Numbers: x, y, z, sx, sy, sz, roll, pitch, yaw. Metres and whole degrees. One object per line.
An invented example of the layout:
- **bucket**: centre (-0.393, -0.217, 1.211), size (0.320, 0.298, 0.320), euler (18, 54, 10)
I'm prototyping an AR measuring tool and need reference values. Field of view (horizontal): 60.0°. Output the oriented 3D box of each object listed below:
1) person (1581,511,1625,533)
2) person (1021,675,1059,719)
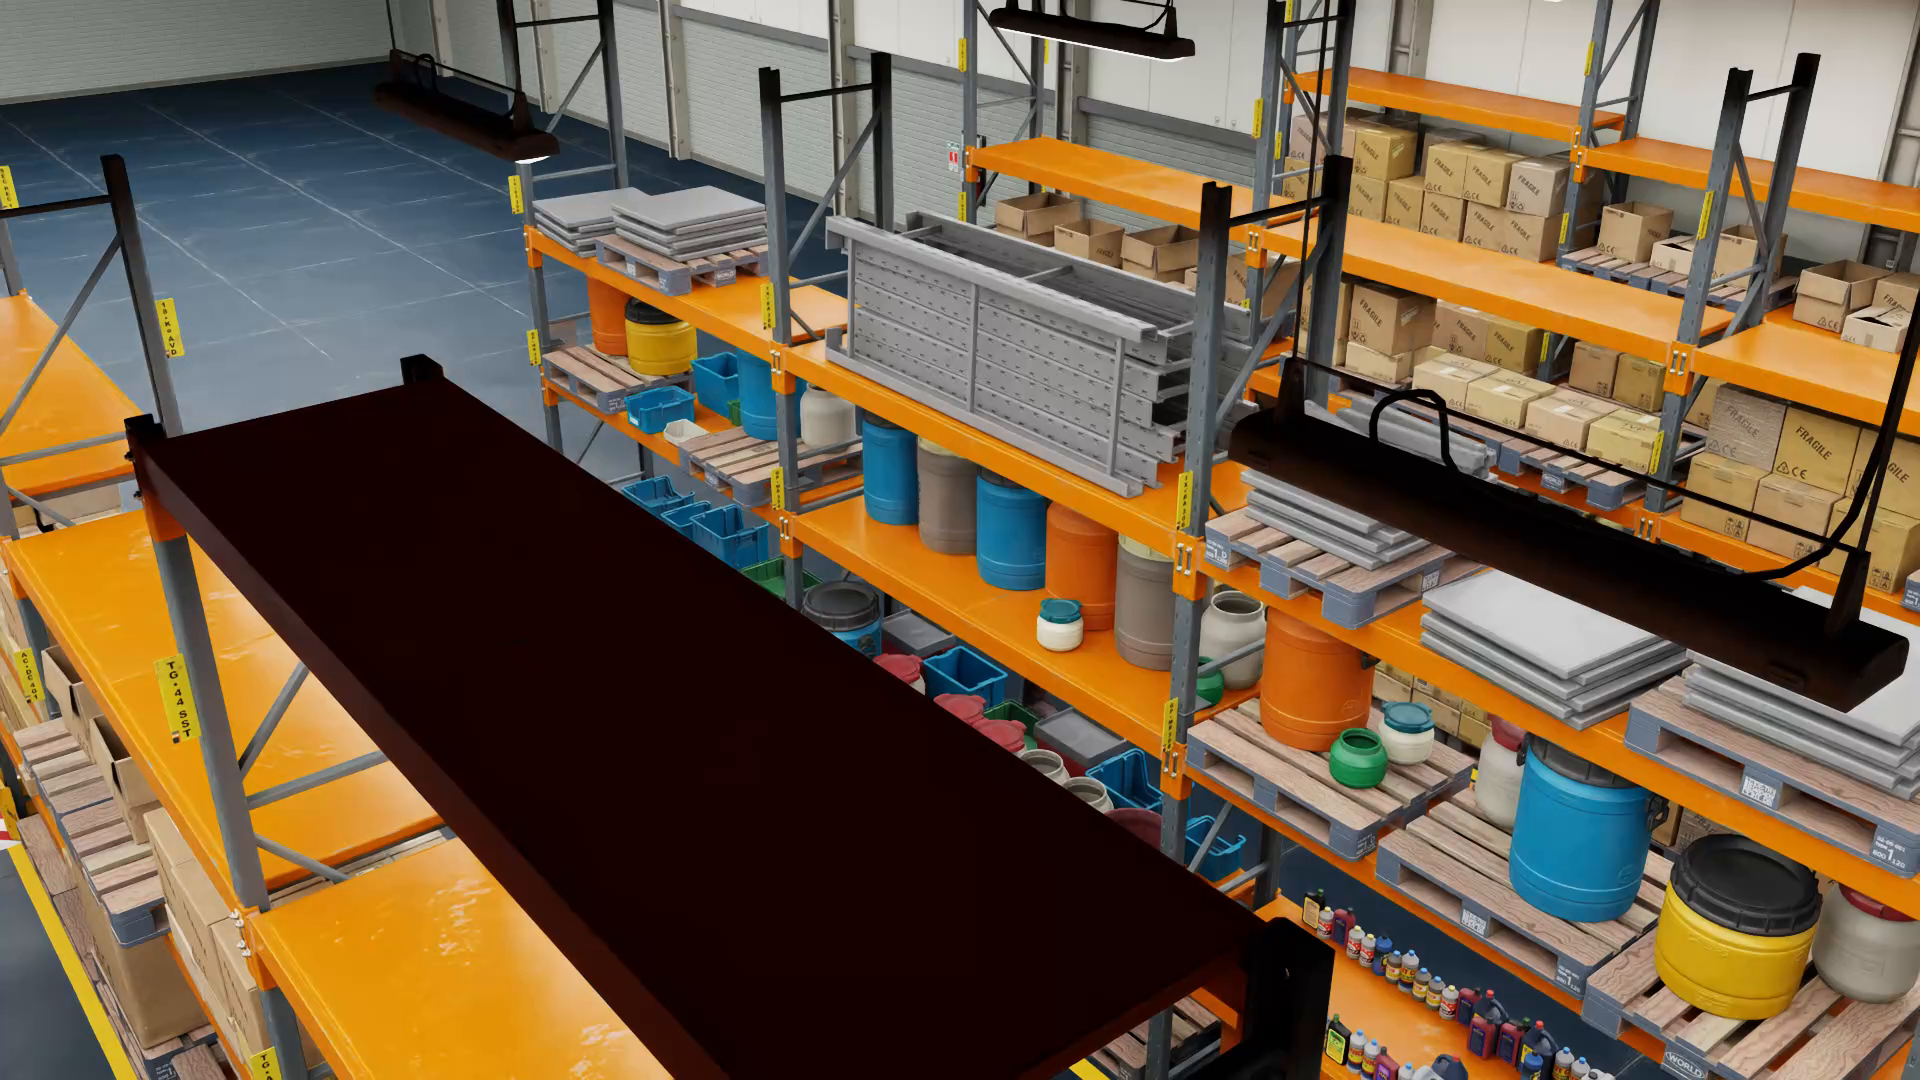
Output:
- **person**: centre (6.136, 0.152, 16.012), size (0.474, 1.651, 0.476), euler (-12, 28, -23)
- **person**: centre (0.749, 1.003, 14.018), size (0.755, 1.638, 0.624), euler (19, 32, 34)
